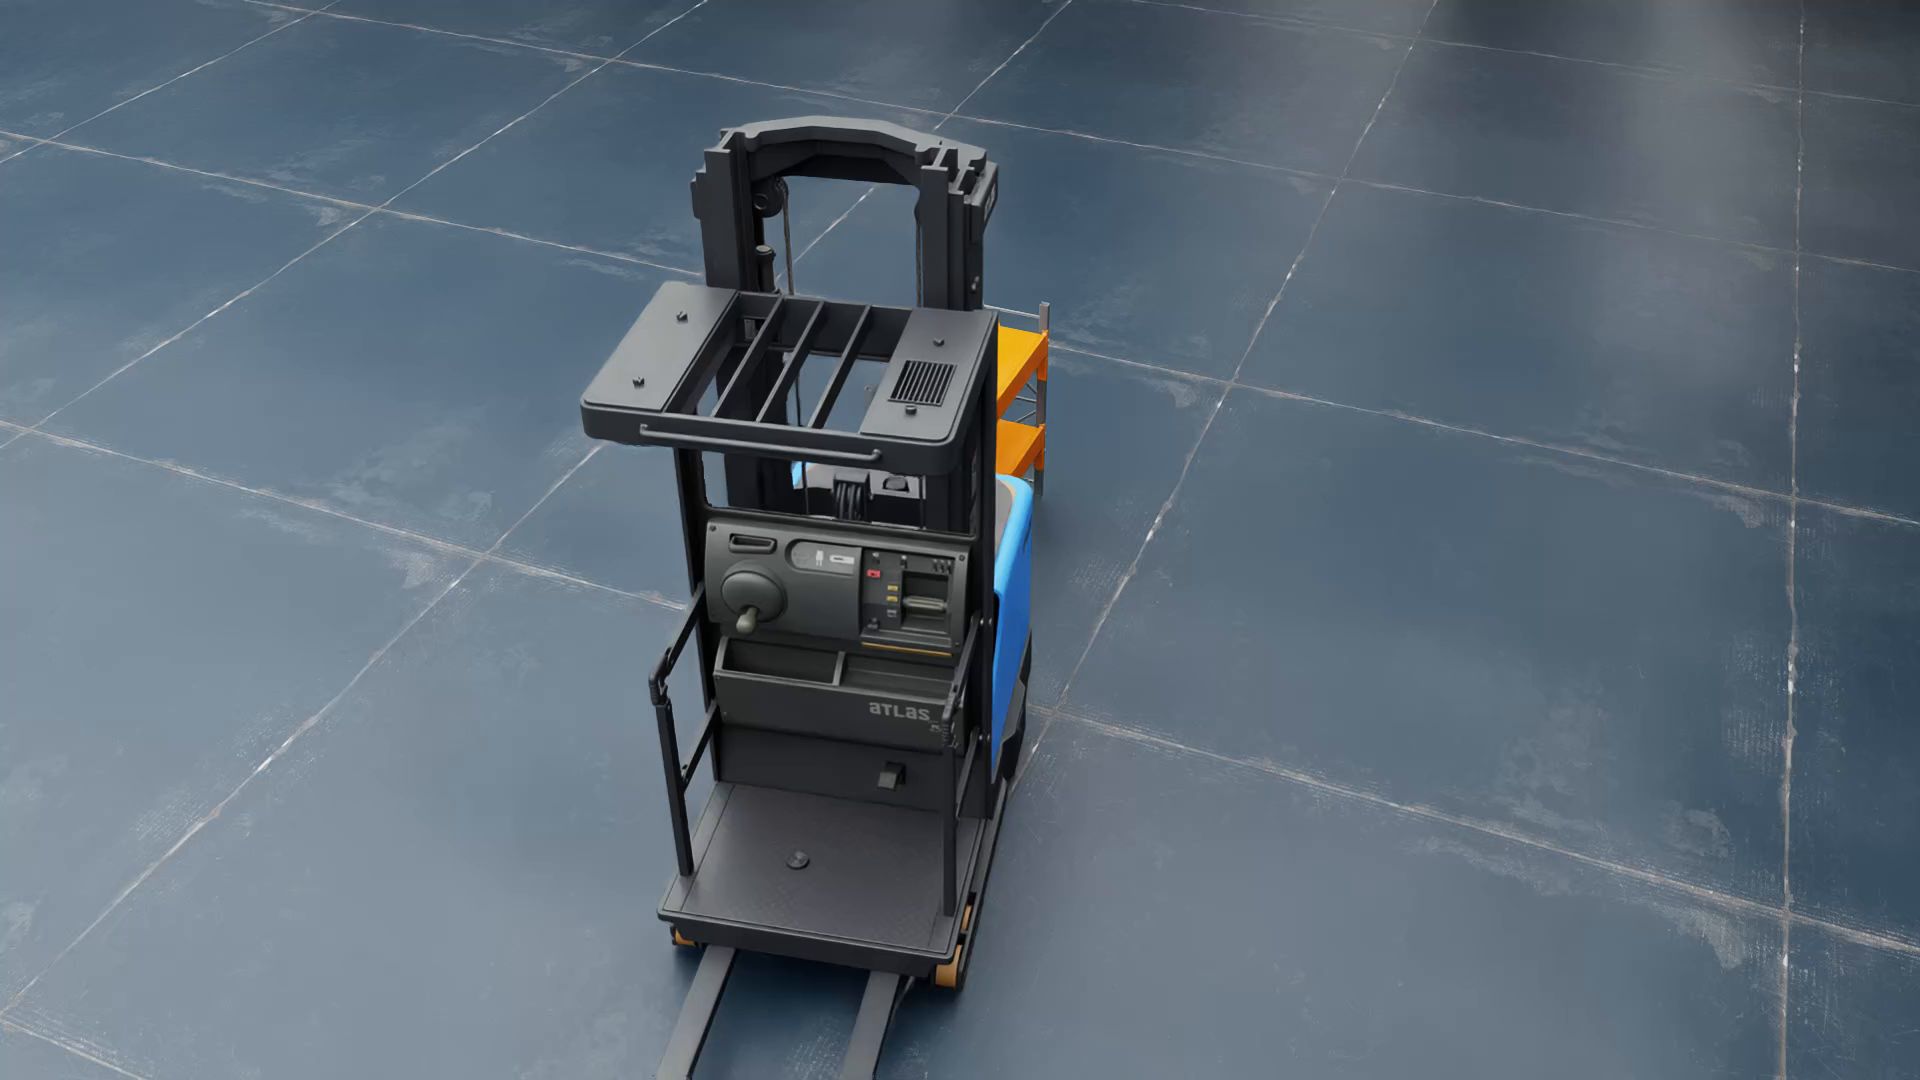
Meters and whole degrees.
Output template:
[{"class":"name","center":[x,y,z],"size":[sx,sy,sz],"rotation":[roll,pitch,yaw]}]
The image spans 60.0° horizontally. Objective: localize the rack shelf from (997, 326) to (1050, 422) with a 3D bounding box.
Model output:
[{"class":"rack shelf","center":[0.003,-0.689,7.845],"size":[0.538,0.278,1.000],"rotation":[14,39,18]}]

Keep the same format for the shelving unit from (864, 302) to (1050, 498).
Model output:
[{"class":"shelving unit","center":[0.003,-0.454,8.020],"size":[0.538,1.125,1.048],"rotation":[14,39,18]}]

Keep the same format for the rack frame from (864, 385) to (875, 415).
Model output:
[{"class":"rack frame","center":[-0.191,-0.173,7.643],"size":[0.500,1.125,0.032],"rotation":[14,39,18]}]

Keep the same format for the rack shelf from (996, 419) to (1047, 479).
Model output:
[{"class":"rack shelf","center":[0.003,-0.258,8.166],"size":[0.538,0.278,1.000],"rotation":[14,39,18]}]

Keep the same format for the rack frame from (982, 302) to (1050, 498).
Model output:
[{"class":"rack frame","center":[0.196,-0.736,8.396],"size":[0.500,1.125,0.032],"rotation":[14,39,18]}]

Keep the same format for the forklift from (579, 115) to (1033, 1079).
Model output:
[{"class":"forklift","center":[-0.470,0.233,5.591],"size":[1.130,2.935,3.031],"rotation":[7,37,9]}]
